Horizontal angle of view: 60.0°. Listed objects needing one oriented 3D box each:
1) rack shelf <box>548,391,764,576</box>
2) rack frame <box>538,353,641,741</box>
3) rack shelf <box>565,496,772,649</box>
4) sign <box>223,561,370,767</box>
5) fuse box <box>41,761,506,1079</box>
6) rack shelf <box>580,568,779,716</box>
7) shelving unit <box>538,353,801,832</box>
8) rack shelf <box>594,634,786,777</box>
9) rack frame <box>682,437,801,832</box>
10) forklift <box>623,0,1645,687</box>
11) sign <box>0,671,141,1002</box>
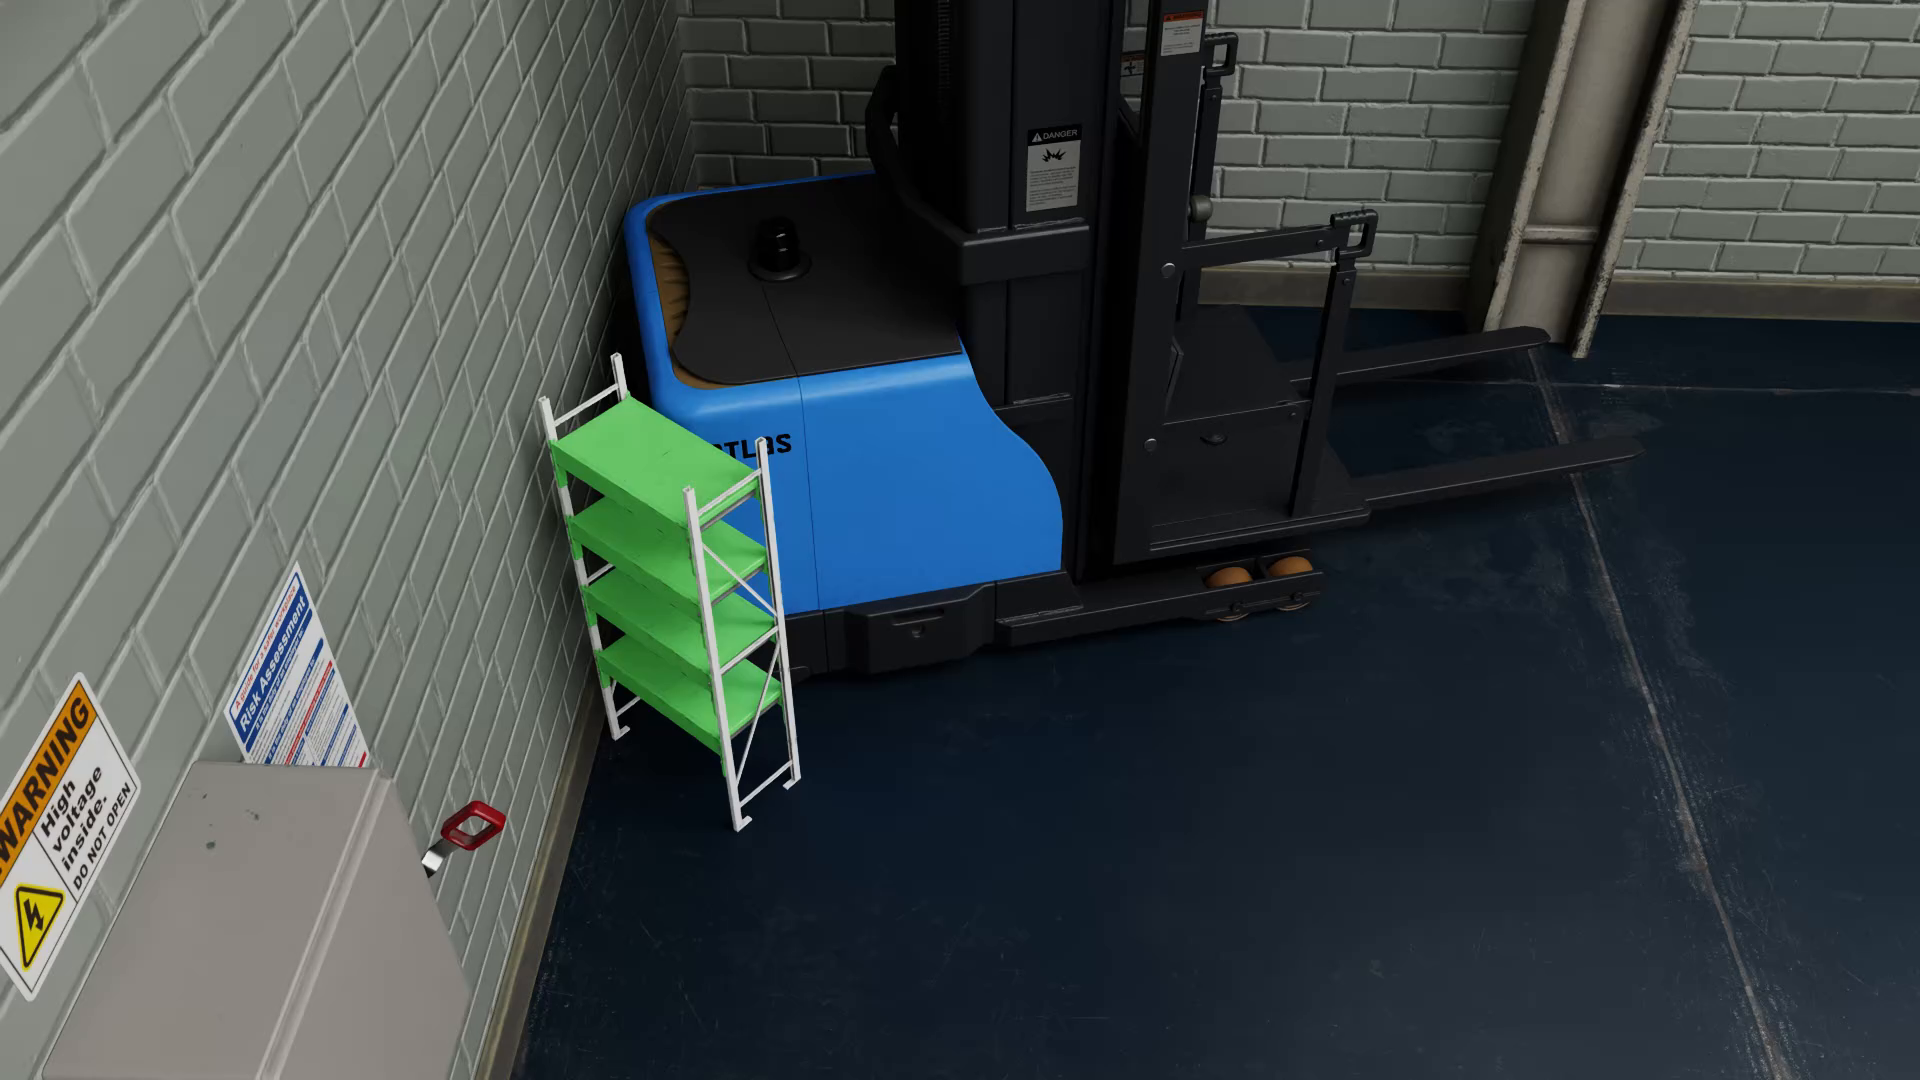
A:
[{"bbox_3d":[-0.705,-0.140,3.910,0.480,0.148,0.258,30,51,28],"label":"rack shelf"},{"bbox_3d":[-0.891,0.057,4.309,0.015,1.200,0.240,30,51,28],"label":"rack frame"},{"bbox_3d":[-0.705,0.035,4.074,0.480,0.148,0.258,30,51,28],"label":"rack shelf"},{"bbox_3d":[-1.093,0.325,2.770,0.001,0.494,0.329,2,43,2],"label":"sign"},{"bbox_3d":[-0.908,1.105,2.809,0.414,1.711,0.539,2,43,2],"label":"fuse box"},{"bbox_3d":[-0.705,0.211,4.237,0.480,0.148,0.258,30,51,28],"label":"rack shelf"},{"bbox_3d":[-0.705,0.164,4.194,0.503,1.200,0.258,30,51,28],"label":"shelving unit"},{"bbox_3d":[-0.705,0.387,4.401,0.480,0.148,0.258,30,51,28],"label":"rack shelf"},{"bbox_3d":[-0.519,0.272,4.078,0.015,1.200,0.240,30,51,28],"label":"rack frame"},{"bbox_3d":[0.606,-1.171,4.357,3.031,2.935,1.130,-9,44,-10],"label":"forklift"},{"bbox_3d":[-1.117,0.362,2.055,0.001,0.242,0.339,2,43,2],"label":"sign"}]
